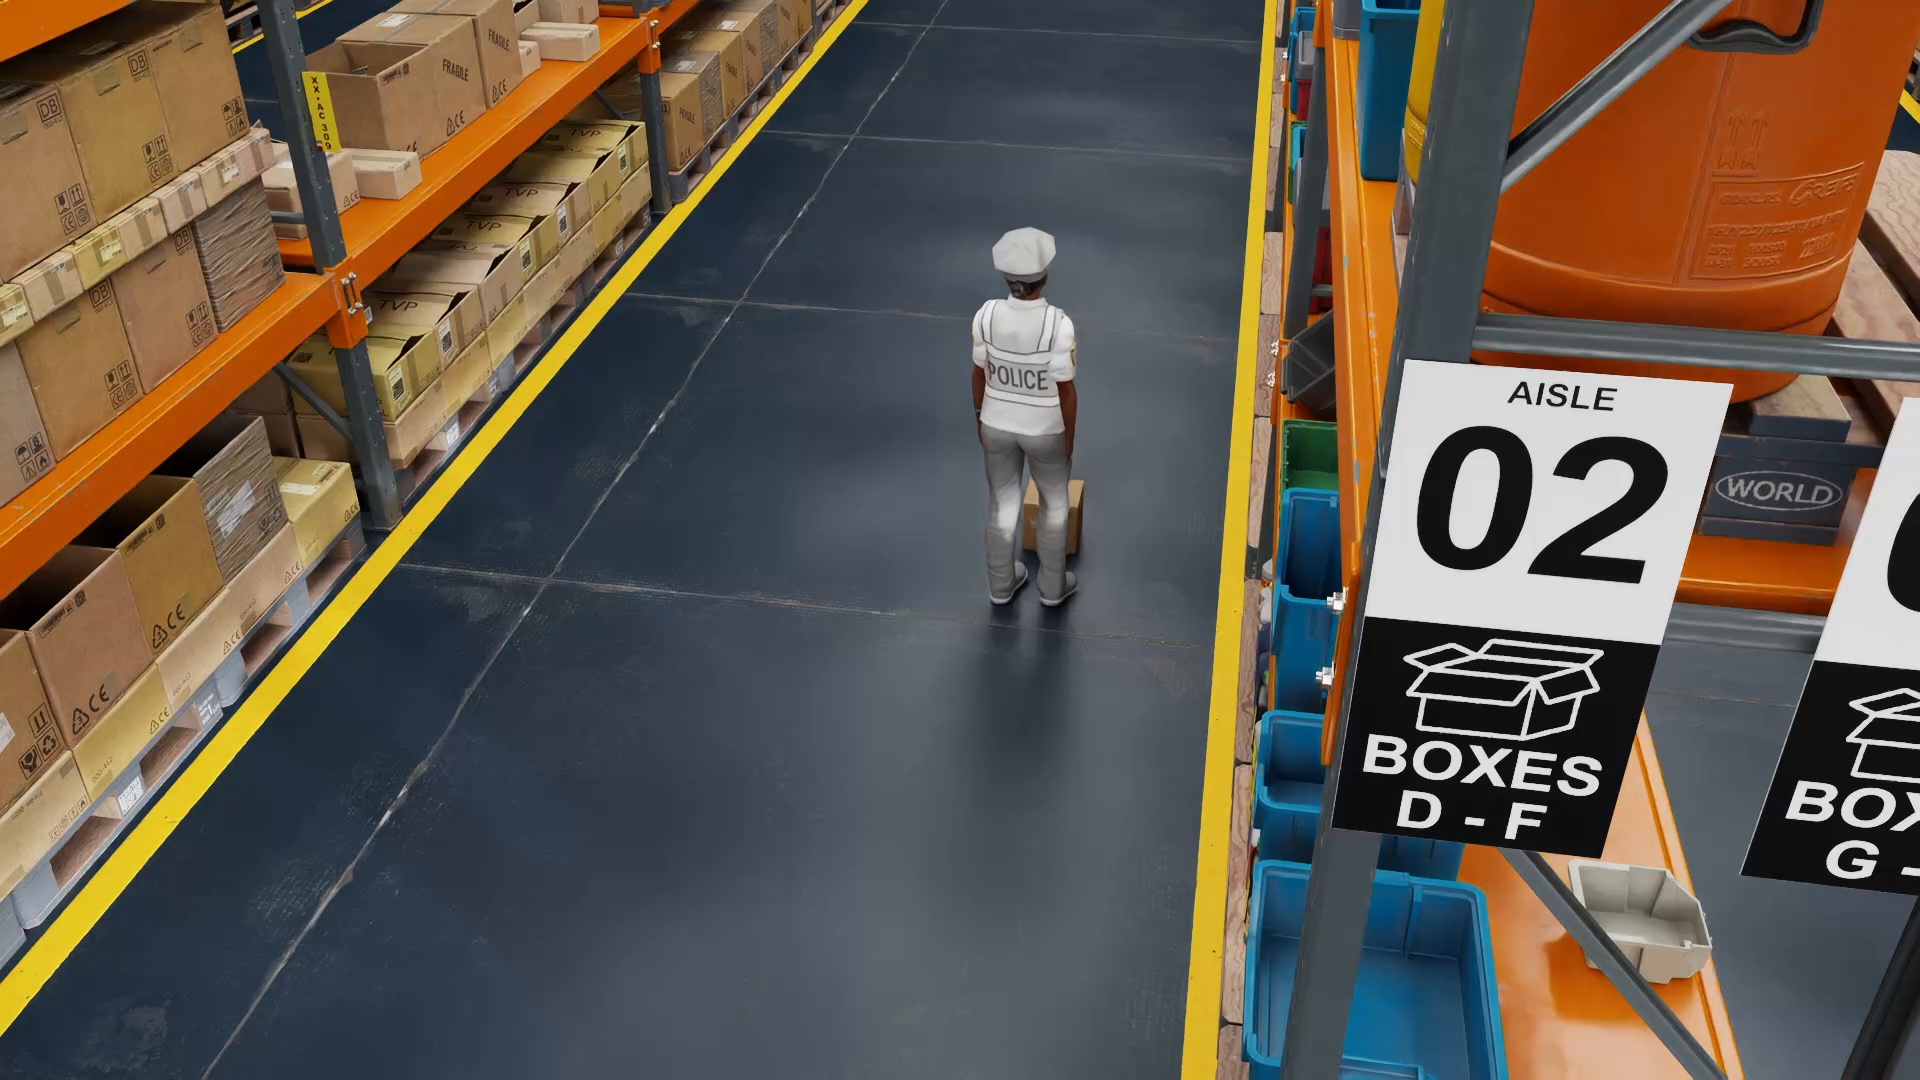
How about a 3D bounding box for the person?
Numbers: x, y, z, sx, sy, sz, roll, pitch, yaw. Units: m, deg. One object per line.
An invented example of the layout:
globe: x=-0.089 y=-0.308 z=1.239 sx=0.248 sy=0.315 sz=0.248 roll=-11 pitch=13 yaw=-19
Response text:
person: x=0.277 y=-0.474 z=6.871 sx=0.447 sy=1.704 sz=0.396 roll=11 pitch=34 yaw=16
